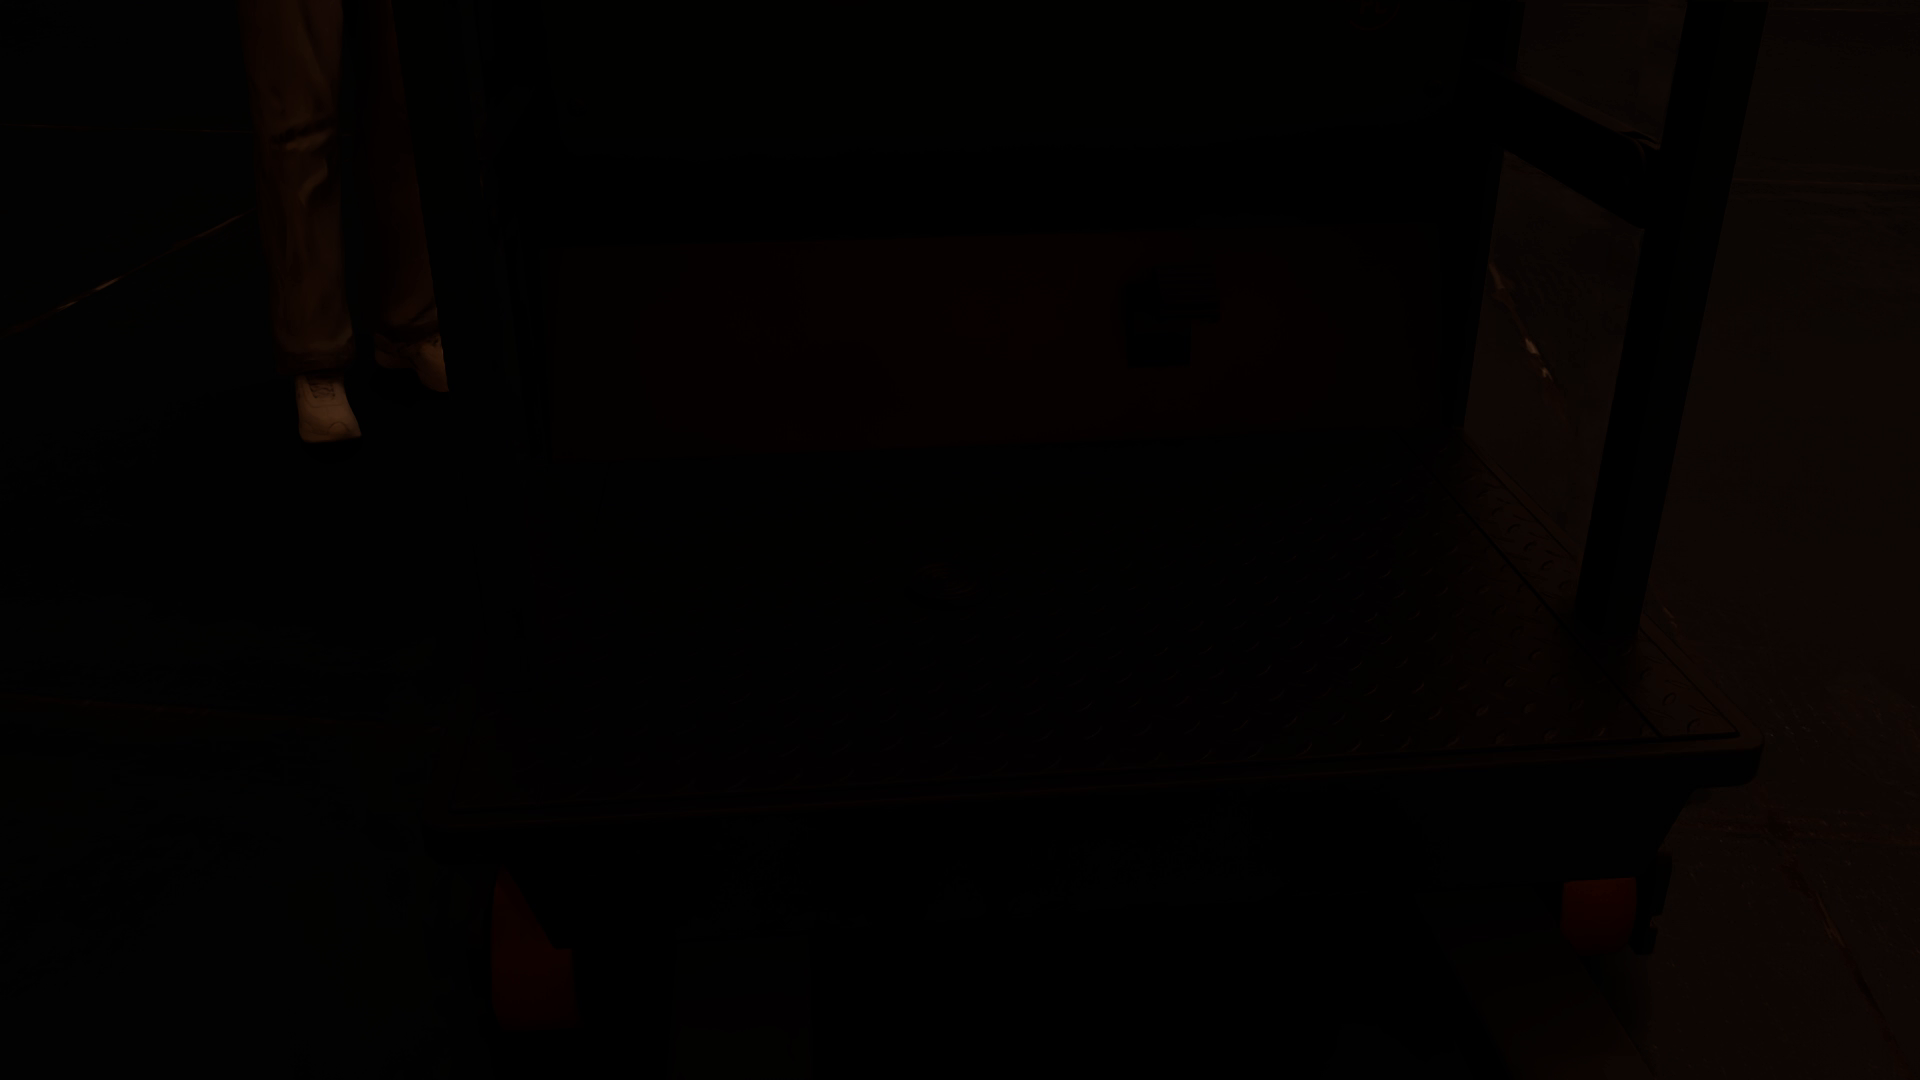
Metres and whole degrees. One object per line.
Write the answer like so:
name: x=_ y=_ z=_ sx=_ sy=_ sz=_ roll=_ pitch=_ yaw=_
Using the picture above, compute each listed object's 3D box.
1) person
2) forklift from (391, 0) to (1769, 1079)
person: x=-1.009 y=-1.050 z=2.712 sx=0.549 sy=1.673 sz=0.548 roll=-19 pitch=32 yaw=-34
forklift: x=0.078 y=-1.009 z=1.239 sx=1.130 sy=2.935 sz=3.031 roll=-3 pitch=27 yaw=-5
